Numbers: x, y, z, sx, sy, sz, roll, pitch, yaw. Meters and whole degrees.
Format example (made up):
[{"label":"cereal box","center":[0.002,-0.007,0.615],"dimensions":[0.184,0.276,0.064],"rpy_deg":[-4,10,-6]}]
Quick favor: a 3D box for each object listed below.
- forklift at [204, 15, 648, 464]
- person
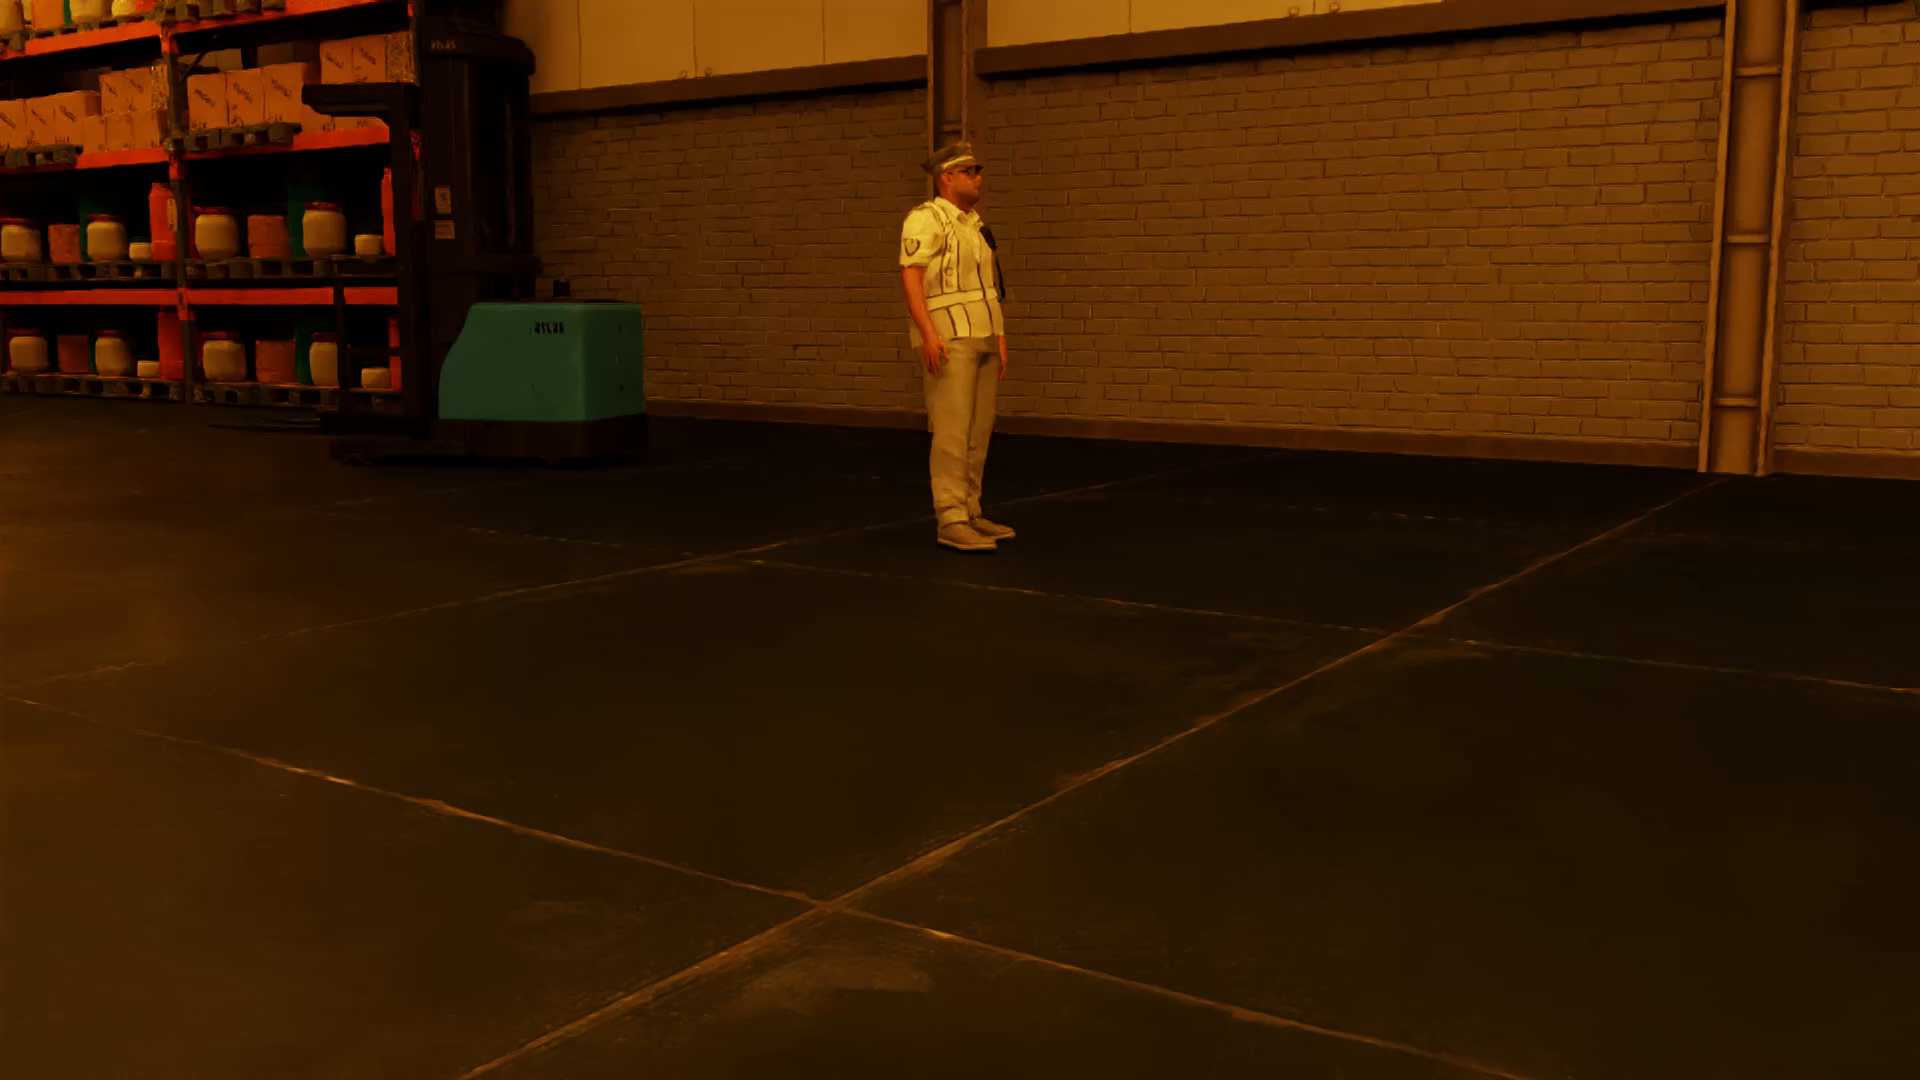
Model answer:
[{"label":"forklift","center":[-3.784,-2.036,11.509],"dimensions":[3.031,2.935,1.130],"rpy_deg":[2,8,14]},{"label":"person","center":[0.058,-0.883,7.424],"dimensions":[0.574,1.781,0.640],"rpy_deg":[5,10,34]}]
